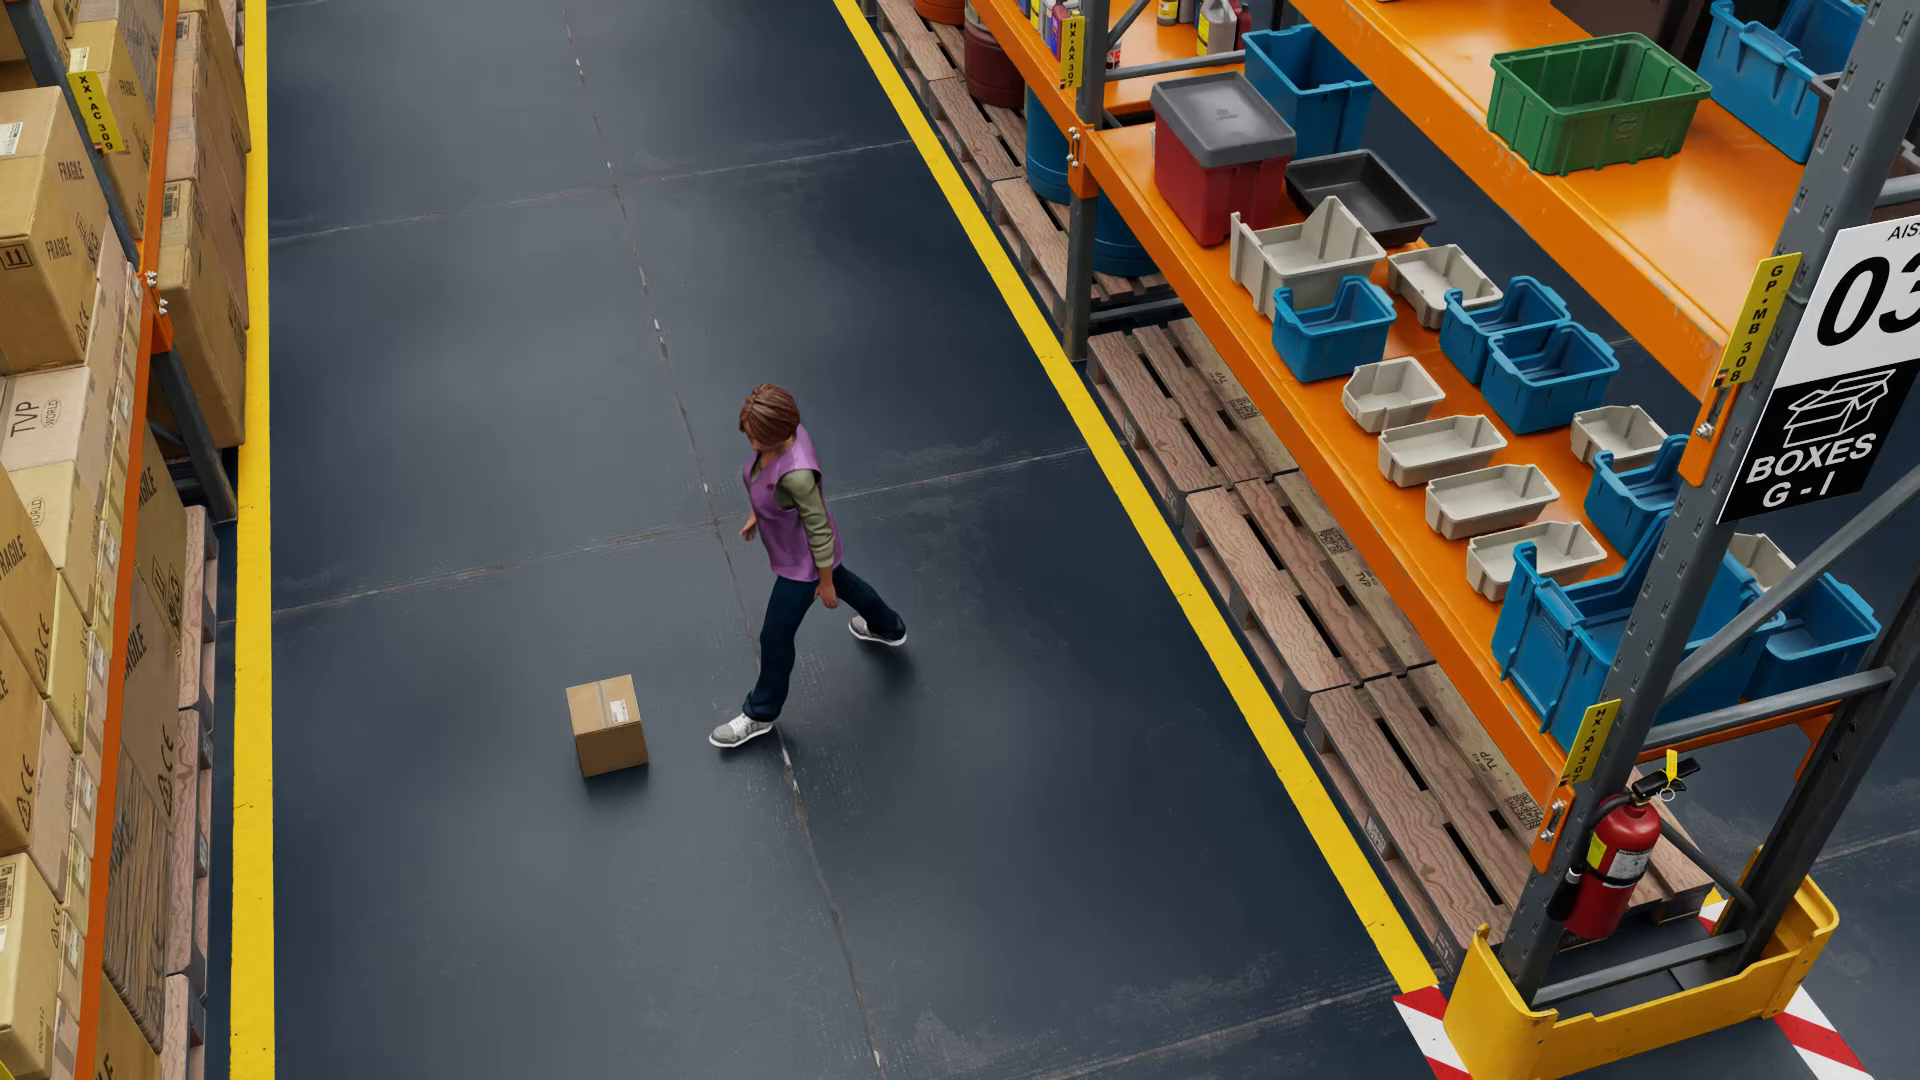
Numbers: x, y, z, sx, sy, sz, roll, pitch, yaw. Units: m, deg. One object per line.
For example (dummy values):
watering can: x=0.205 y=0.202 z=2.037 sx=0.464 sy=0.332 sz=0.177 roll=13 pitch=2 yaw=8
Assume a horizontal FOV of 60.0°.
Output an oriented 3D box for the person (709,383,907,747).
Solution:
person: x=-0.605 y=0.013 z=6.159 sx=0.847 sy=1.546 sz=0.553 roll=-9 pitch=44 yaw=-9
